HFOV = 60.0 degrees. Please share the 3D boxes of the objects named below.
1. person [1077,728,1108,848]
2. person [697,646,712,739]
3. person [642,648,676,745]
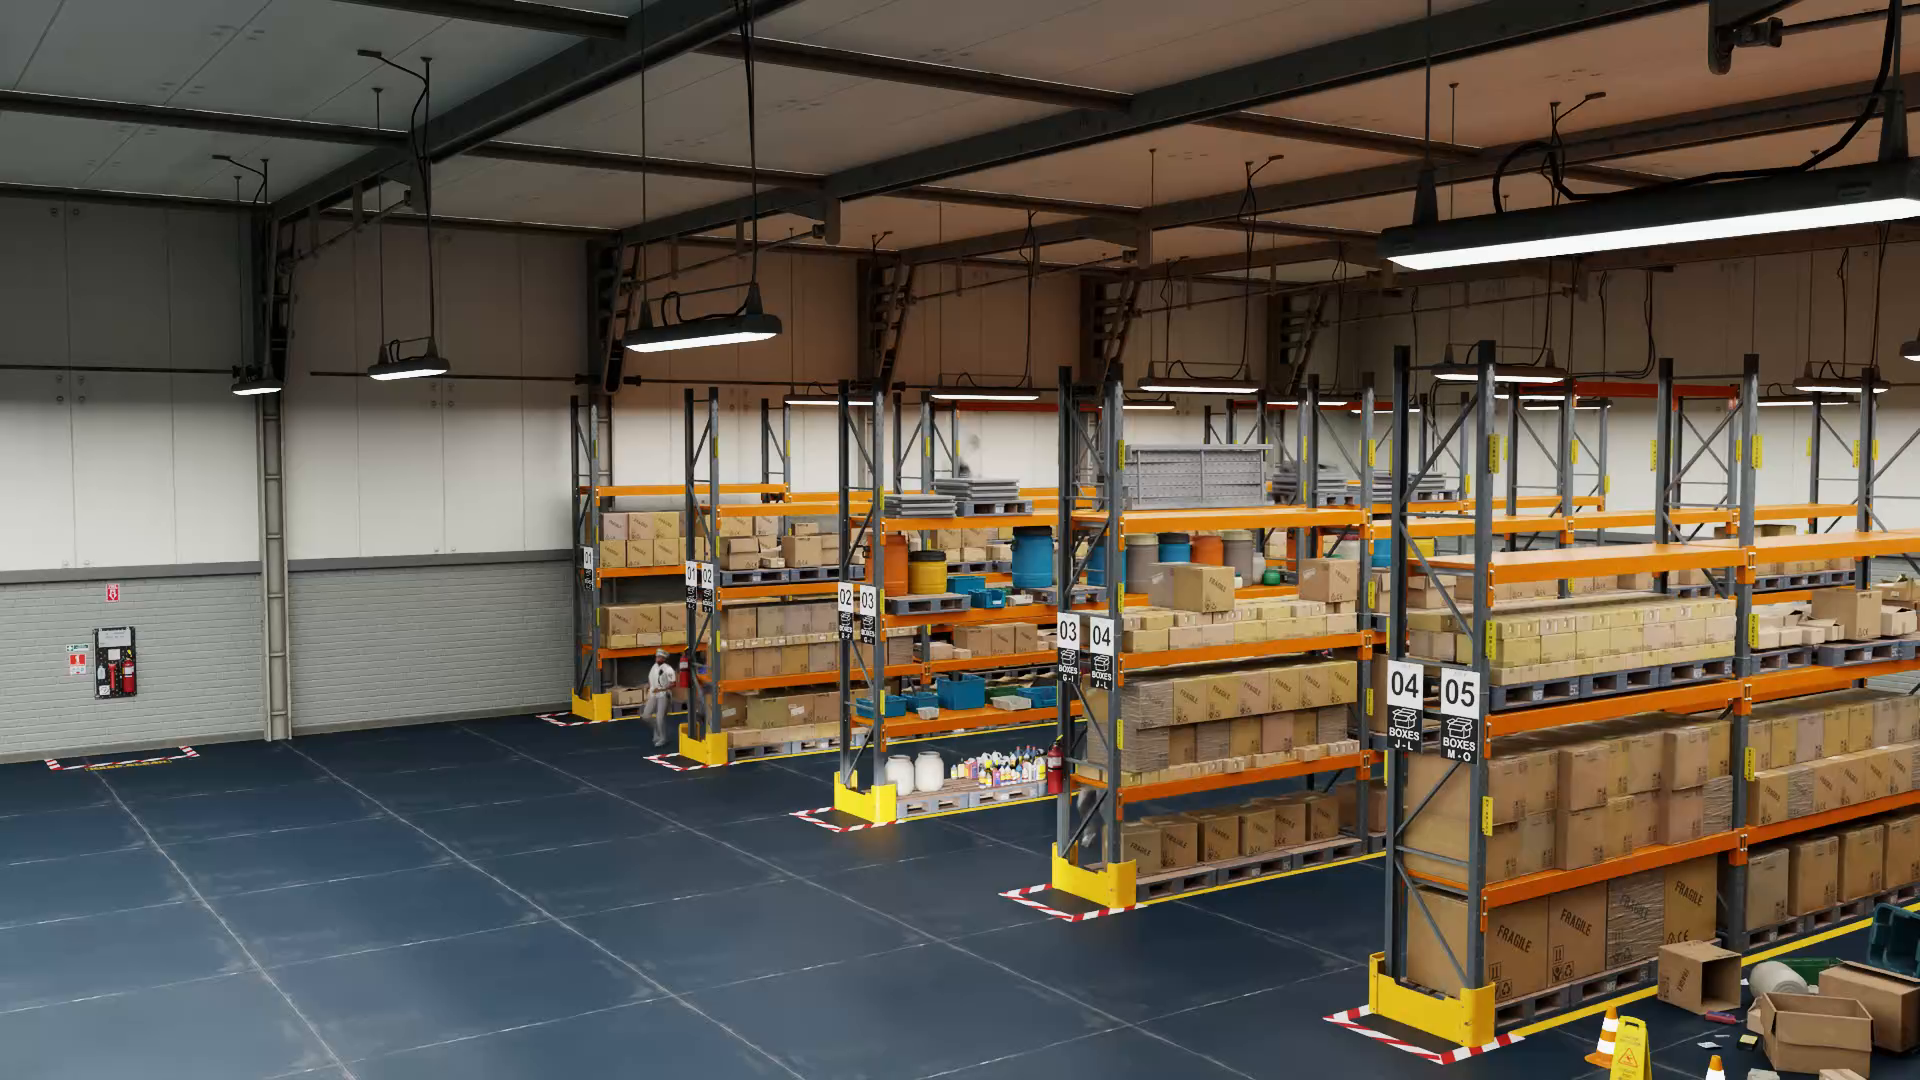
[{"bbox_3d":[1.736,3.102,21.091,0.650,1.621,0.545,-3,4,-39],"label":"person"},{"bbox_3d":[-4.362,2.639,28.655,0.573,1.601,0.603,-2,4,-35],"label":"person"},{"bbox_3d":[-5.062,2.643,28.017,0.613,1.661,0.538,2,4,32],"label":"person"}]
